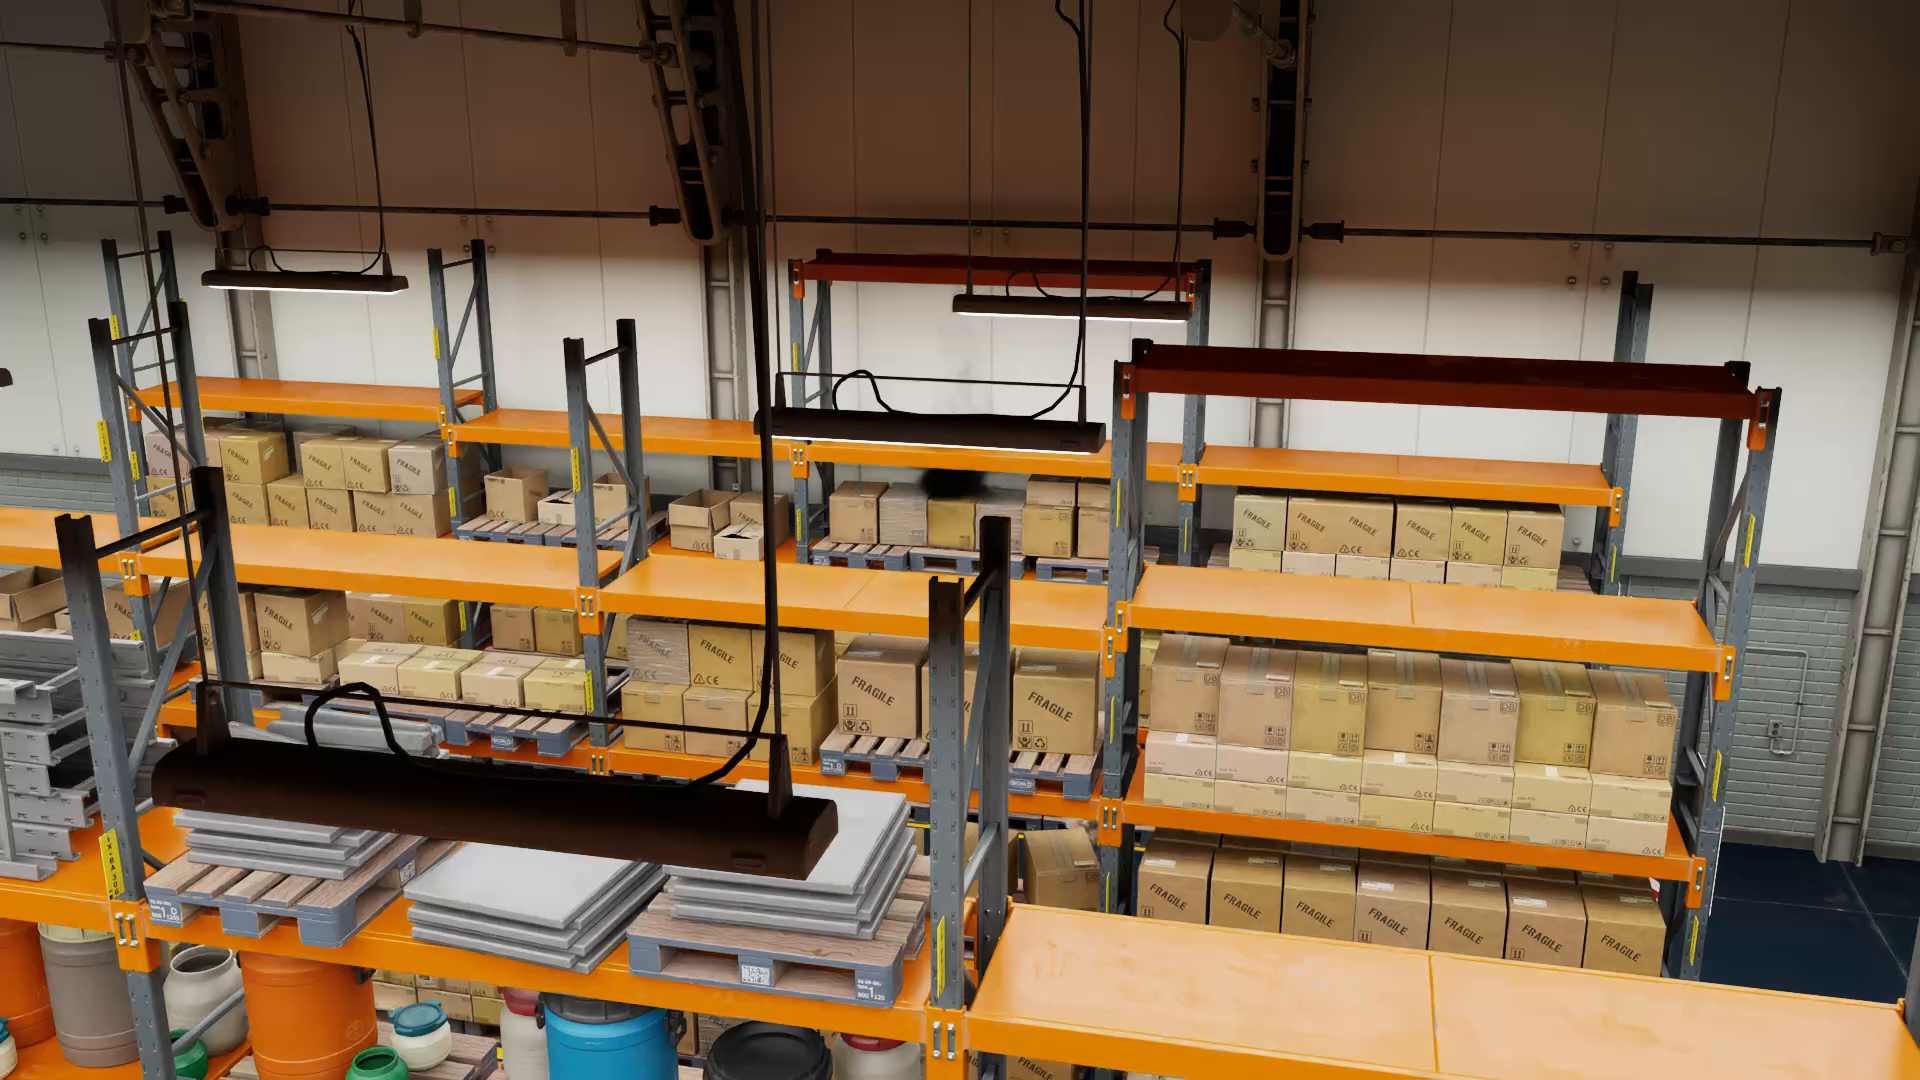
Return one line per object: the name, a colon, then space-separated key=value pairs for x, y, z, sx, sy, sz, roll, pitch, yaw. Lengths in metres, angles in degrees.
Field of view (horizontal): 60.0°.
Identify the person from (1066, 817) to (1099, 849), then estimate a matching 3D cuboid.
person: x=1.120 y=2.648 z=15.243 sx=0.774 sy=1.735 sz=0.677 roll=3 pitch=17 yaw=10
